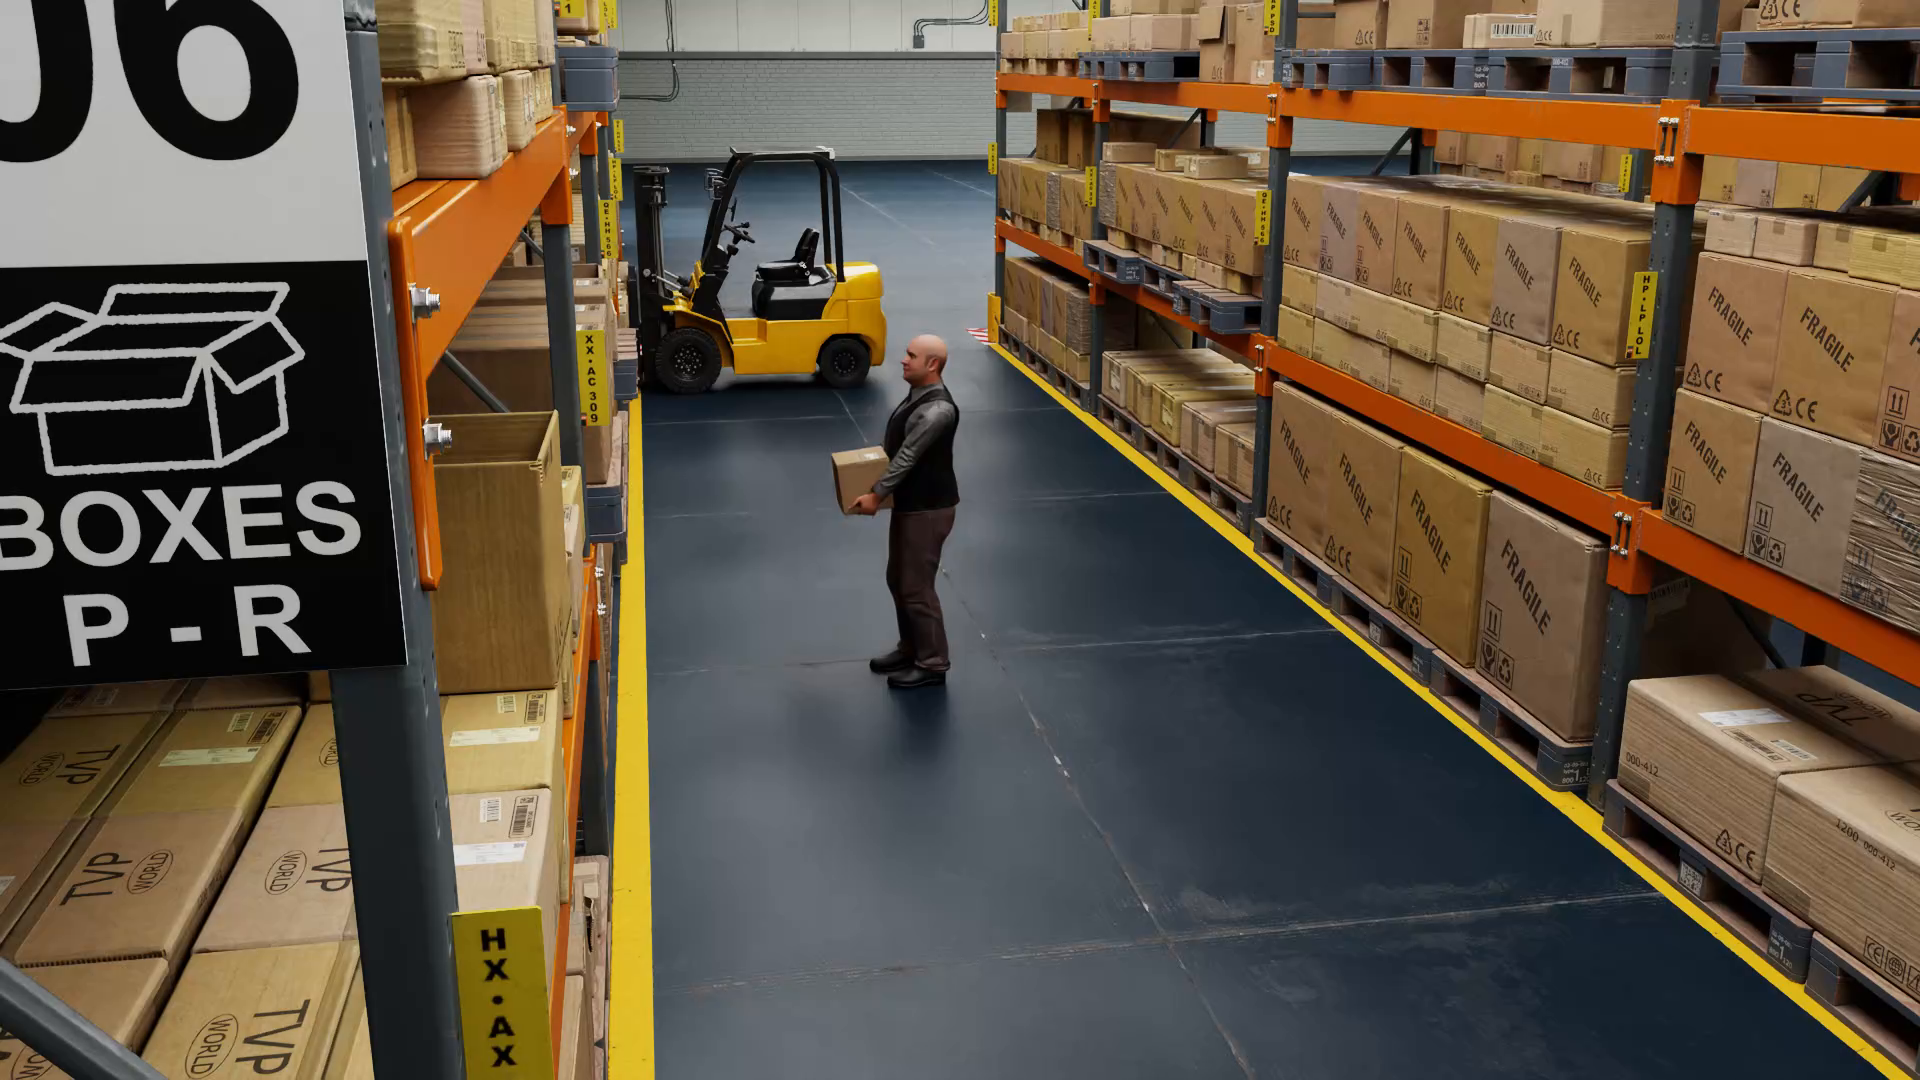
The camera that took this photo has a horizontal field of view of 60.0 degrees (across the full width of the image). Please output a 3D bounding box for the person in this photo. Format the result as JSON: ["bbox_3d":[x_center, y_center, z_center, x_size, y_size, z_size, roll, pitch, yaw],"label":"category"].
[{"bbox_3d":[-0.282,-0.140,8.070,0.546,1.717,0.495,-3,16,-10],"label":"person"}]
